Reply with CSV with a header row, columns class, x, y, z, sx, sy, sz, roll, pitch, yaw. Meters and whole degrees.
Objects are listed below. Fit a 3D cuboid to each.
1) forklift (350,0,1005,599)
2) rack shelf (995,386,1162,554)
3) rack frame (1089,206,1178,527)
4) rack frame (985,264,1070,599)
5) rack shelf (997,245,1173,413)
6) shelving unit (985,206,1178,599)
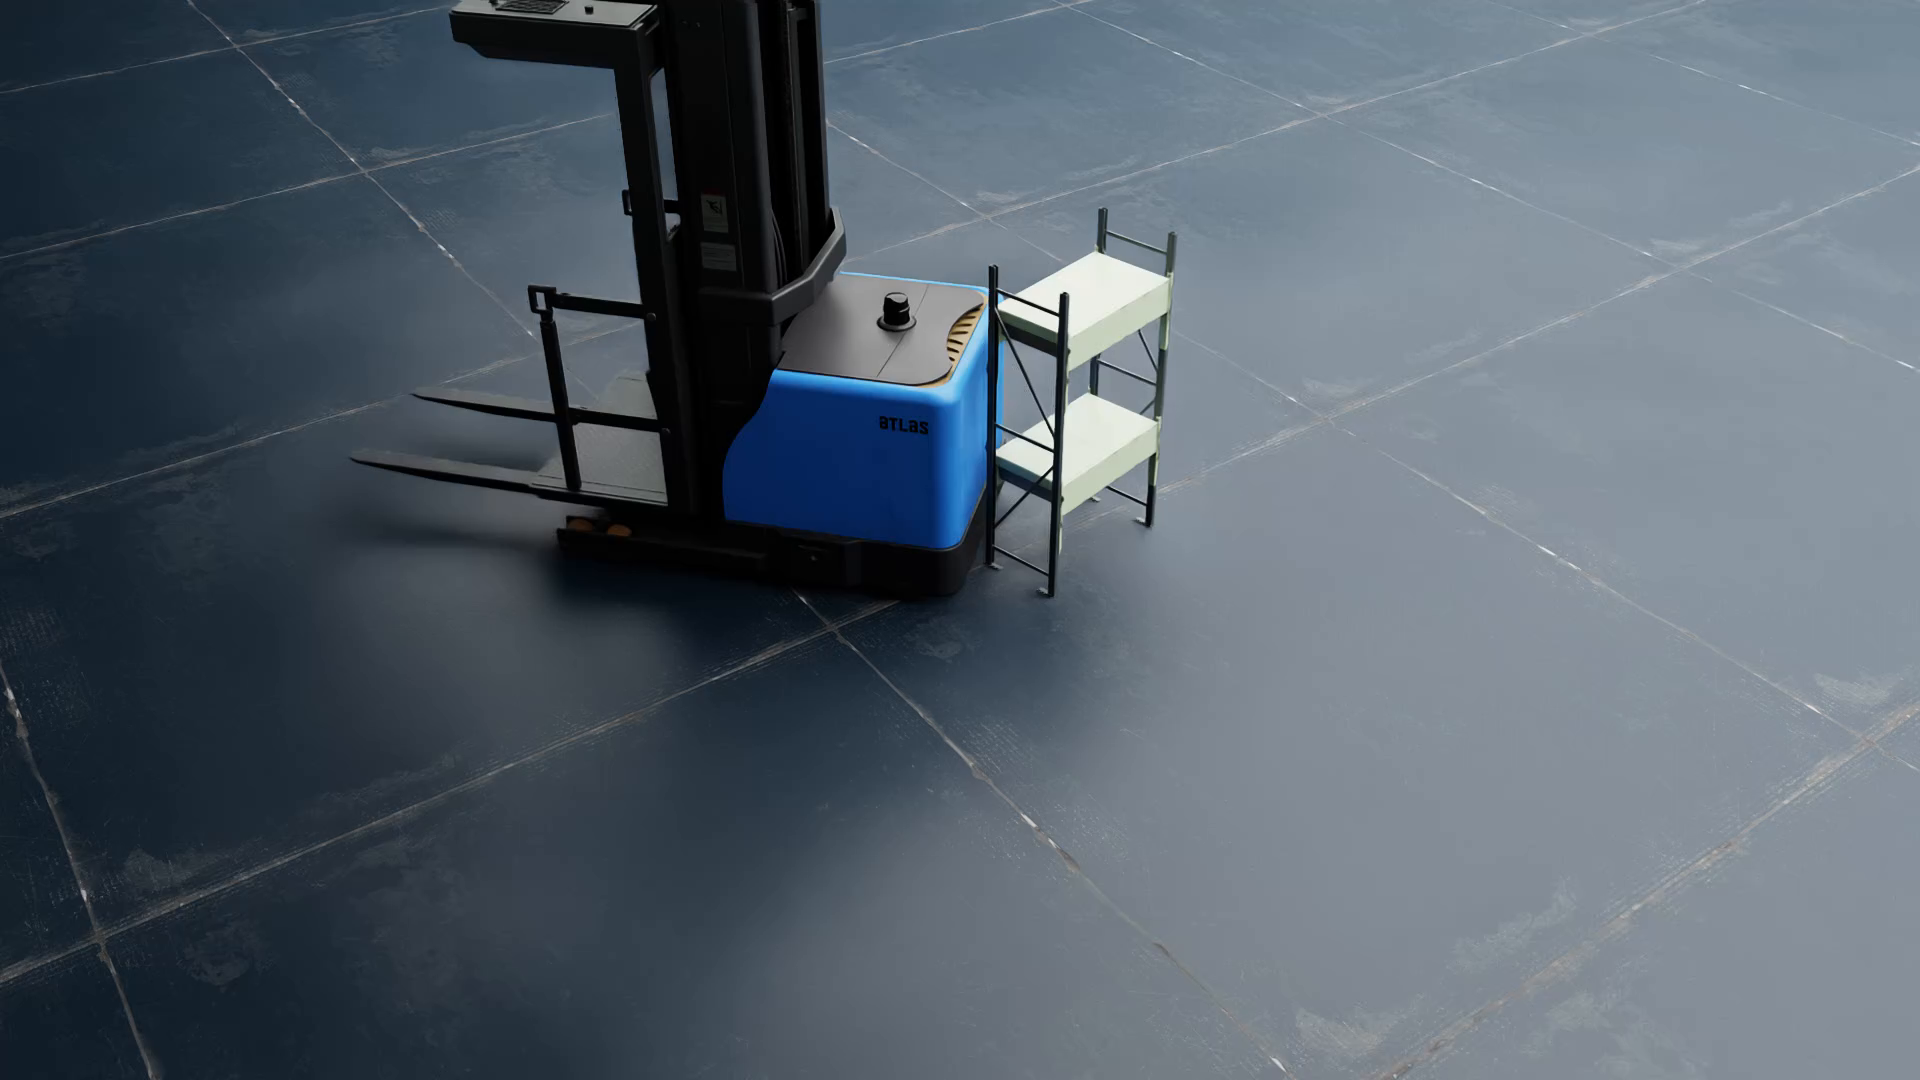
class,x,y,z,sx,sy,sz,roll,pitch,yaw
forklift,-1.358,-1.381,7.160,3.031,2.935,1.130,8,36,11
rack shelf,0.515,-0.326,7.477,0.431,0.370,0.720,27,44,32
rack frame,0.756,-0.751,7.510,0.400,1.500,0.023,27,44,32
rack frame,0.274,-0.430,7.063,0.400,1.500,0.023,27,44,32
rack shelf,0.515,-0.907,7.059,0.431,0.370,0.720,27,44,32
shelving unit,0.515,-0.590,7.286,0.431,1.500,0.755,27,44,32
